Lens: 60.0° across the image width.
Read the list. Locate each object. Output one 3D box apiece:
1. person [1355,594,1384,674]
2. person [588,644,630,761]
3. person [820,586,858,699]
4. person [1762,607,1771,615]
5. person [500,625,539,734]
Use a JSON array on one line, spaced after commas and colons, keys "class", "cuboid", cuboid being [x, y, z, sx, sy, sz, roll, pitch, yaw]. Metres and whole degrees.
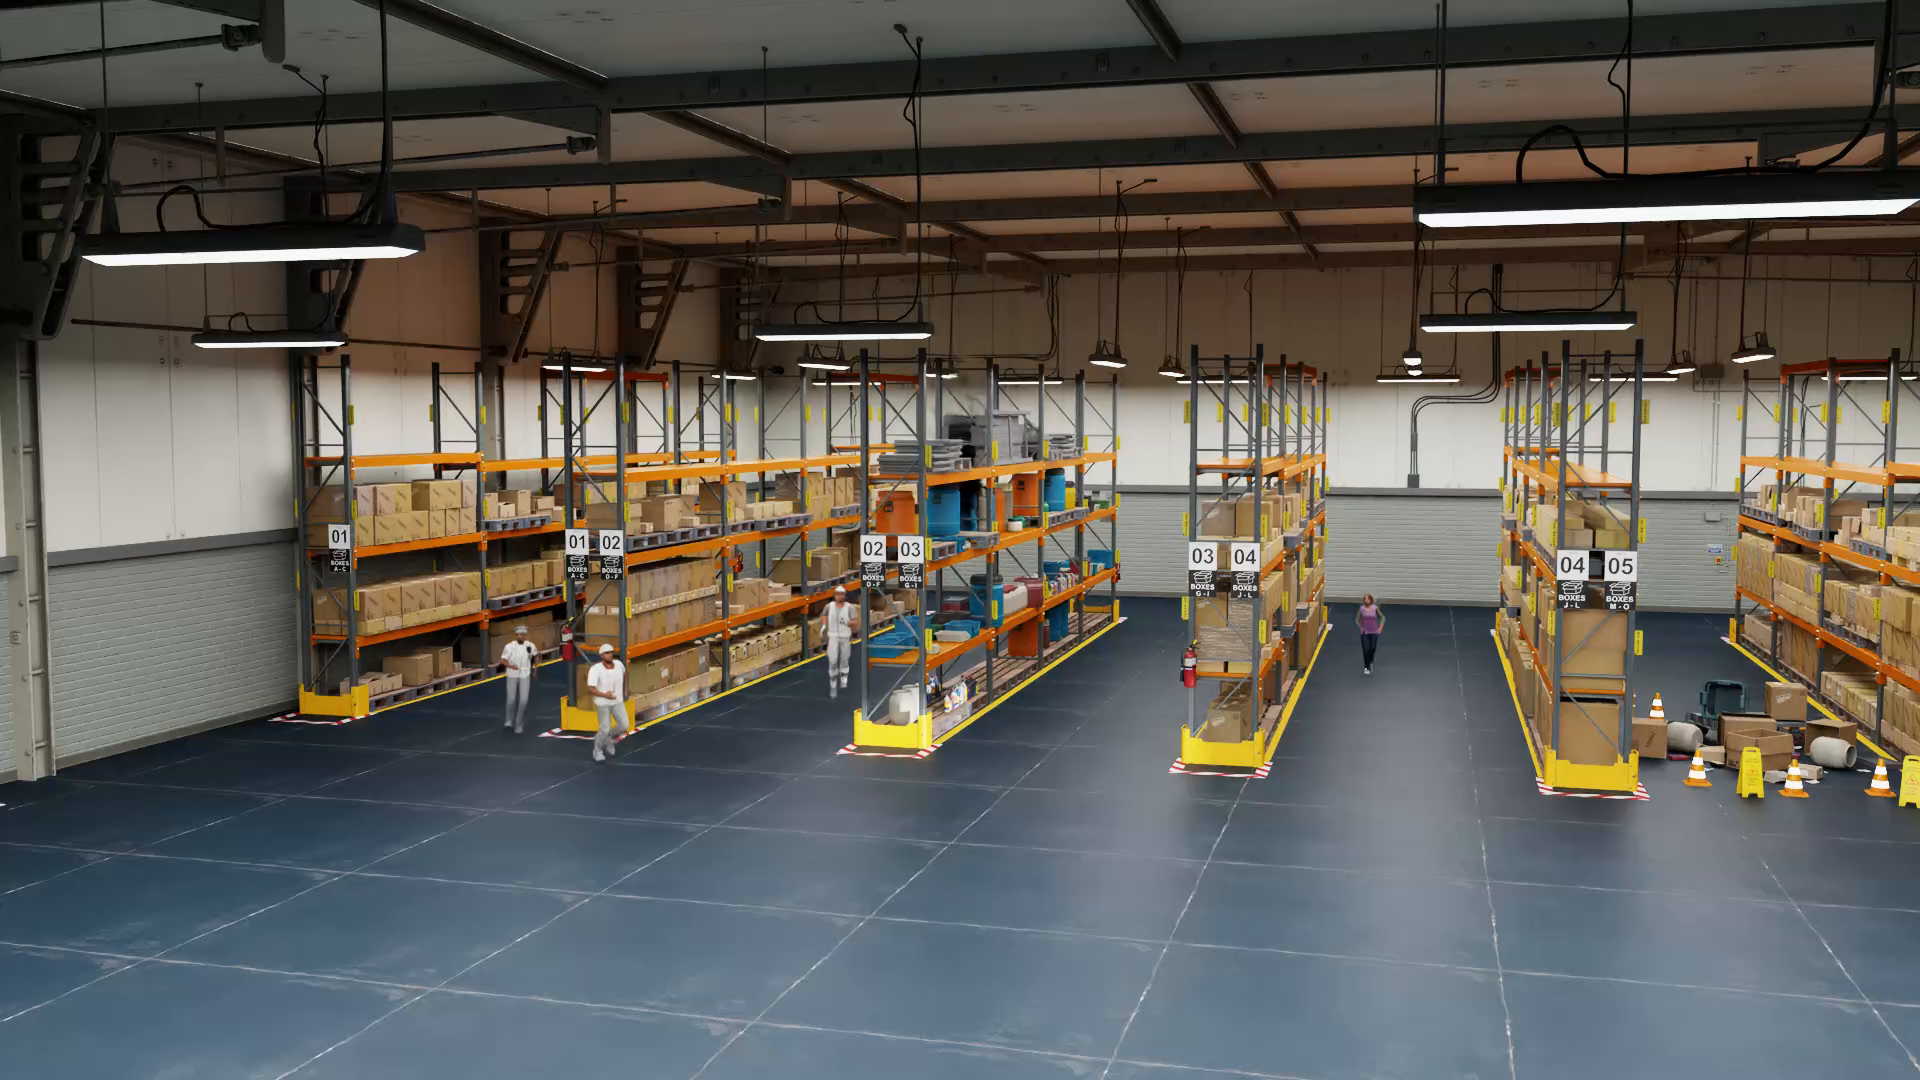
[{"class": "person", "cuboid": [7.895, 1.817, 32.105, 0.553, 1.558, 0.540, 1, 5, 18]}, {"class": "person", "cuboid": [-5.020, 2.340, 23.934, 0.728, 1.717, 0.745, -4, 6, -39]}, {"class": "person", "cuboid": [-2.051, 1.722, 28.169, 0.641, 1.890, 0.736, 0, 4, -2]}, {"class": "person", "cuboid": [18.330, 1.351, 37.657, 0.624, 1.656, 0.848, -3, 5, -33]}, {"class": "person", "cuboid": [-6.962, 2.207, 26.332, 0.610, 1.749, 0.700, -1, 5, -18]}]
